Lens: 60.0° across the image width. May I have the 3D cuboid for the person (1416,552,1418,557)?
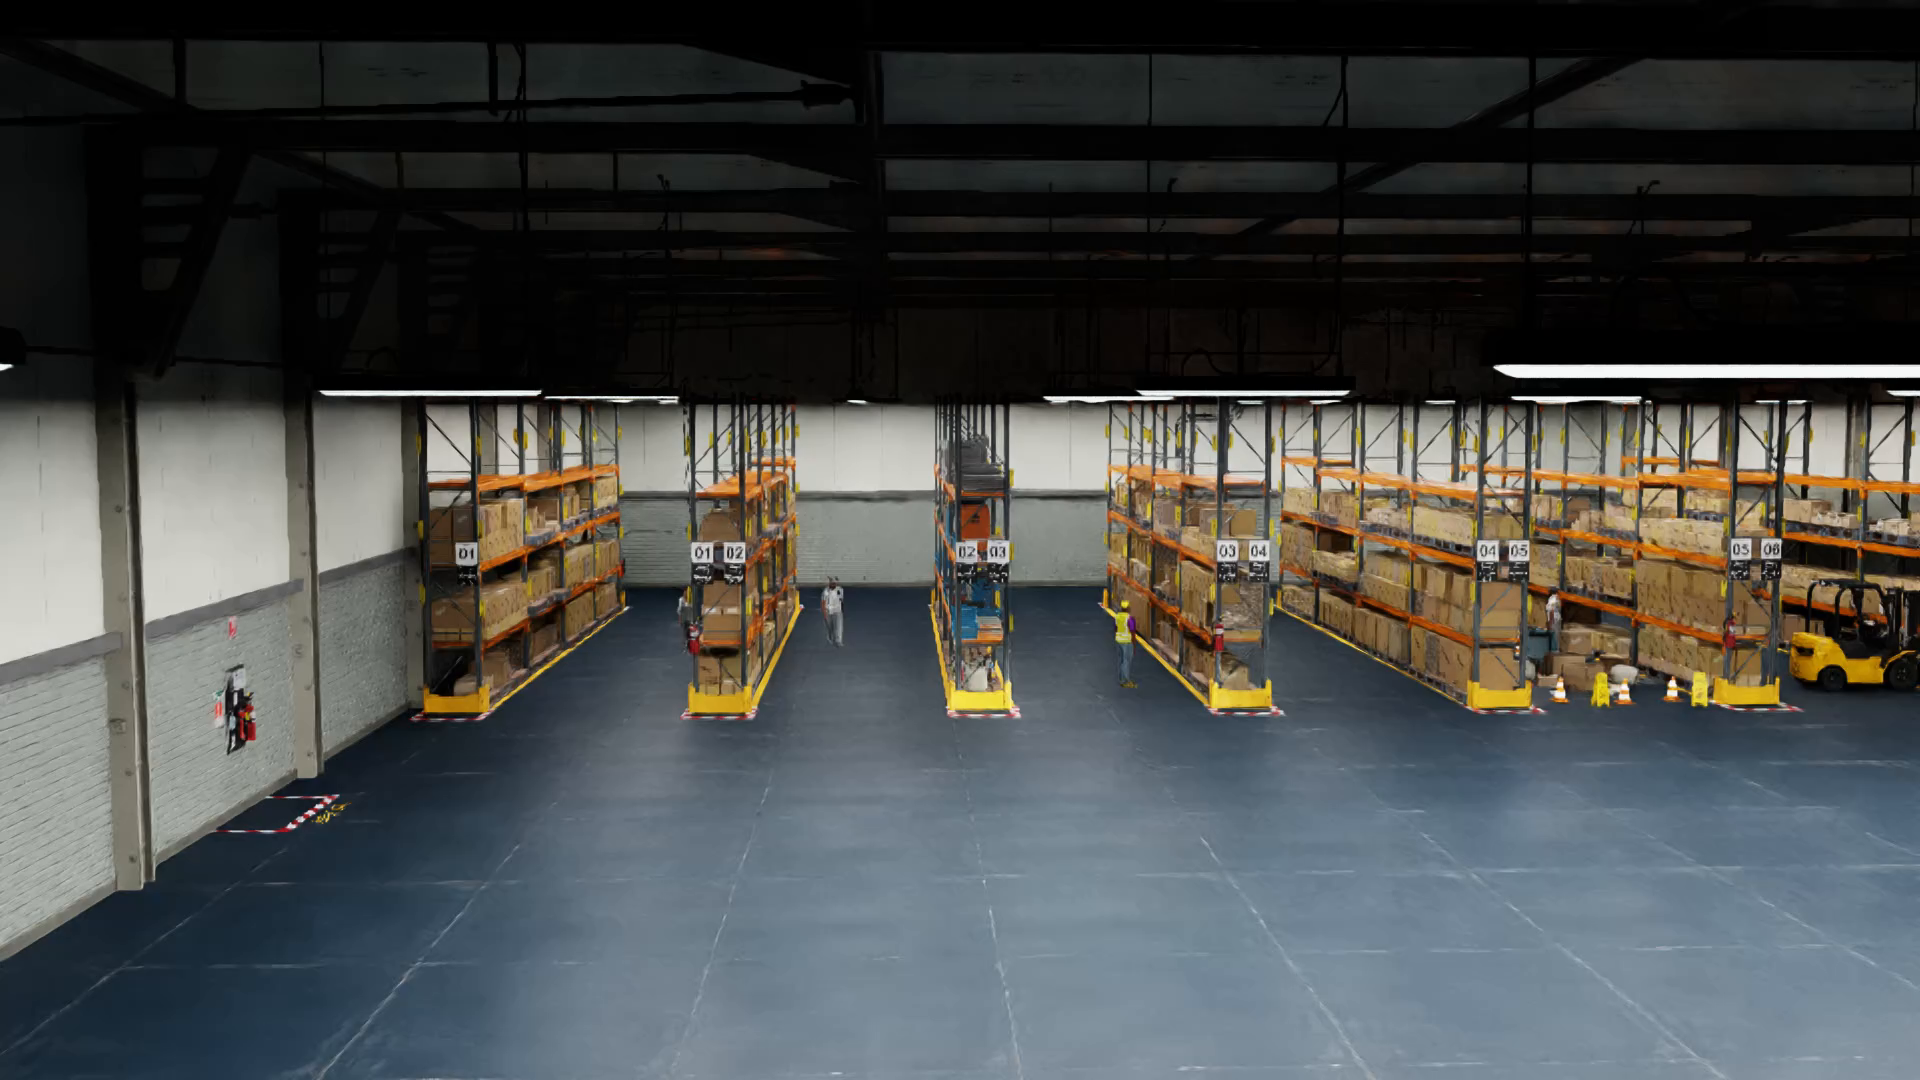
[{"bbox_3d":[12.515,1.139,45.918,0.568,1.785,0.679,1,5,10],"label":"person"}]

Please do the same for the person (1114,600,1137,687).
[{"bbox_3d":[3.422,2.095,34.062,0.443,1.771,0.632,-3,5,-33],"label":"person"}]

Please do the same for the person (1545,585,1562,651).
[{"bbox_3d":[13.467,1.851,37.817,0.543,1.663,0.574,2,5,23],"label":"person"}]

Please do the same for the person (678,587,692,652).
[{"bbox_3d":[-6.380,1.843,38.845,0.418,1.499,1.028,0,5,1],"label":"person"}]

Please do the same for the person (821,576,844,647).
[{"bbox_3d":[-3.032,1.687,39.671,0.545,1.668,1.116,0,5,-5],"label":"person"}]
